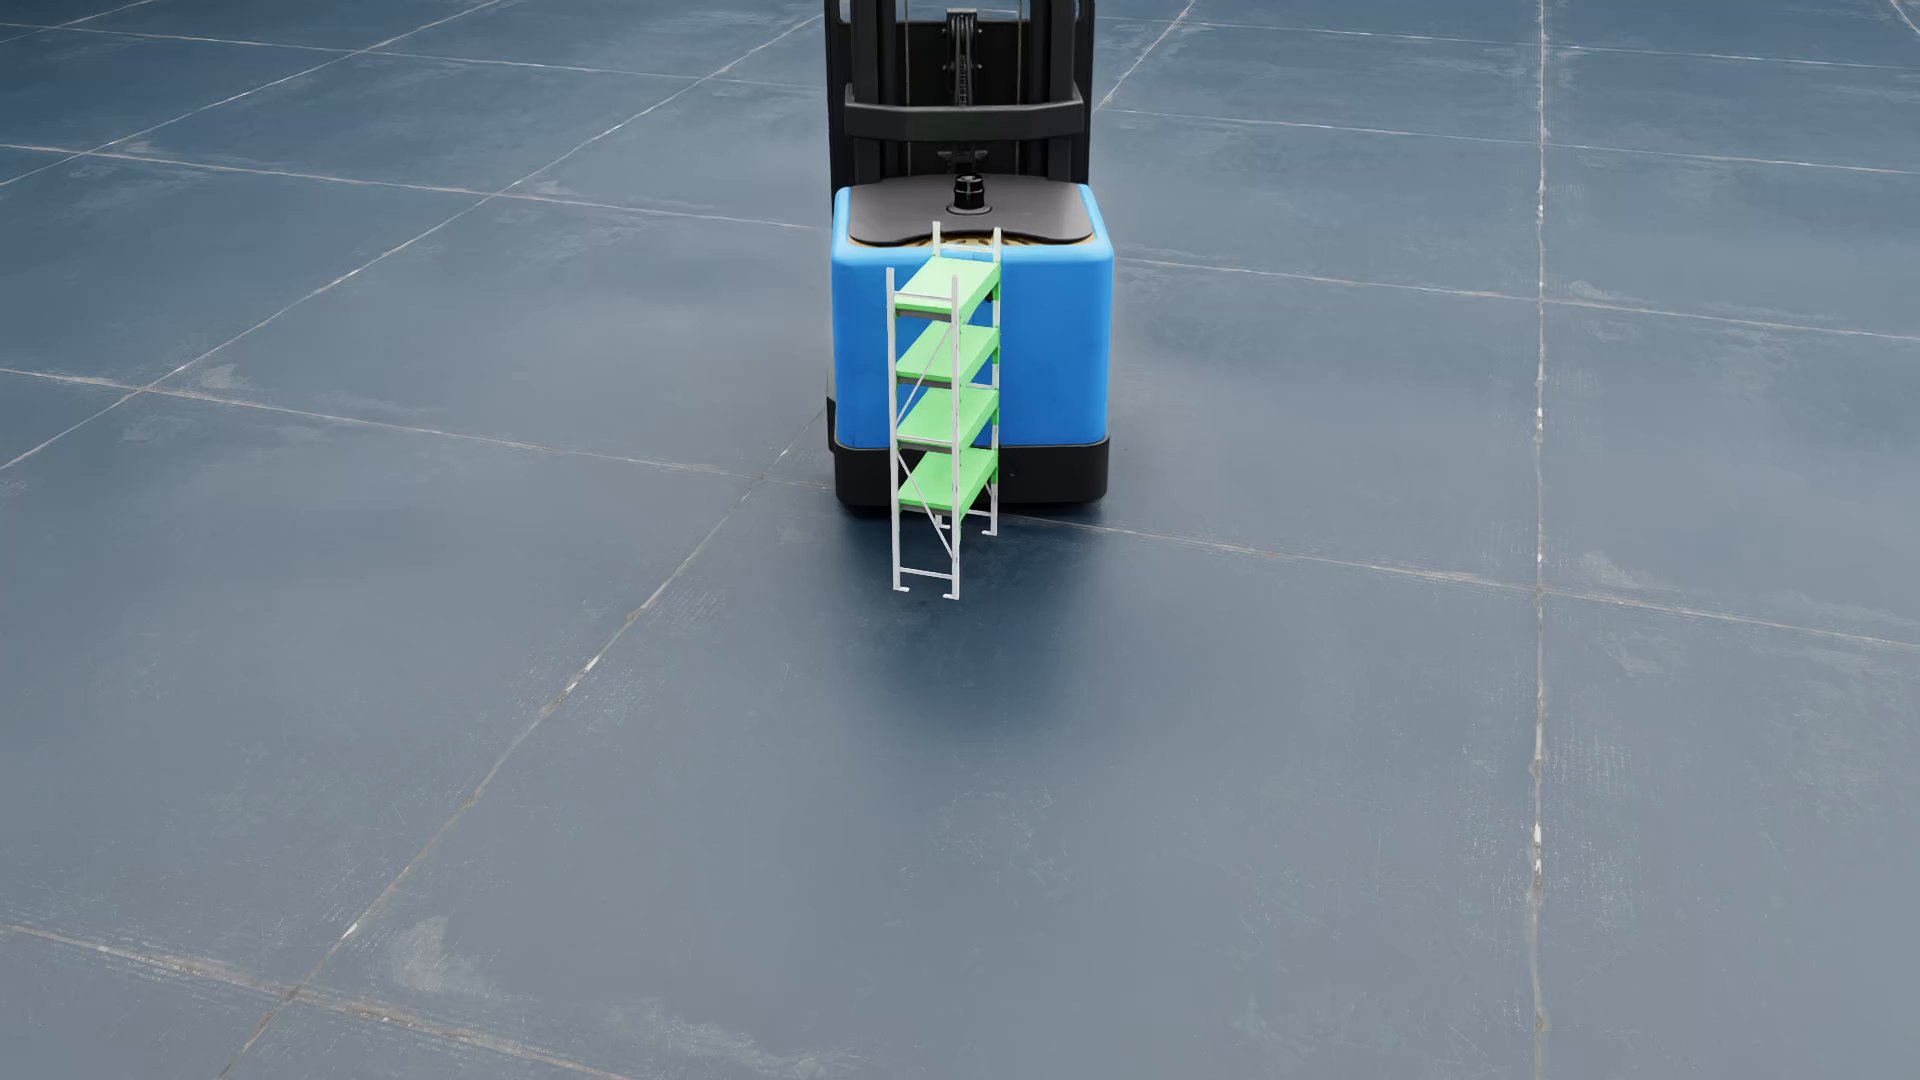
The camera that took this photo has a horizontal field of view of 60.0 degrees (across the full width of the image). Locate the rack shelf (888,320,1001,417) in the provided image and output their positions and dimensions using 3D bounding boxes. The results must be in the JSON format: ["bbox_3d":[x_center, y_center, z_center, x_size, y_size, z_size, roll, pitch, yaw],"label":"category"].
[{"bbox_3d":[-0.049,-0.601,5.734,0.258,0.148,0.480,8,30,15],"label":"rack shelf"}]

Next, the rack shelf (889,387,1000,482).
[{"bbox_3d":[-0.049,-0.392,5.851,0.258,0.148,0.480,8,30,15],"label":"rack shelf"}]

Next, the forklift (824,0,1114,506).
[{"bbox_3d":[-0.013,-2.090,6.992,1.130,2.935,3.031,-1,29,-2],"label":"forklift"}]

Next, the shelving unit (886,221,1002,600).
[{"bbox_3d":[-0.049,-0.447,5.820,0.258,1.200,0.503,8,30,15],"label":"shelving unit"}]

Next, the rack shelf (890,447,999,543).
[{"bbox_3d":[-0.049,-0.182,5.968,0.258,0.148,0.480,8,30,15],"label":"rack shelf"}]

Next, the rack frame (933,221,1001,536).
[{"bbox_3d":[0.023,-0.561,6.024,0.240,1.200,0.015,8,30,15],"label":"rack frame"}]

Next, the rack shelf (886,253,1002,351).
[{"bbox_3d":[-0.049,-0.811,5.618,0.258,0.148,0.480,8,30,15],"label":"rack shelf"}]

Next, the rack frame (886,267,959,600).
[{"bbox_3d":[-0.120,-0.334,5.616,0.240,1.200,0.015,8,30,15],"label":"rack frame"}]
